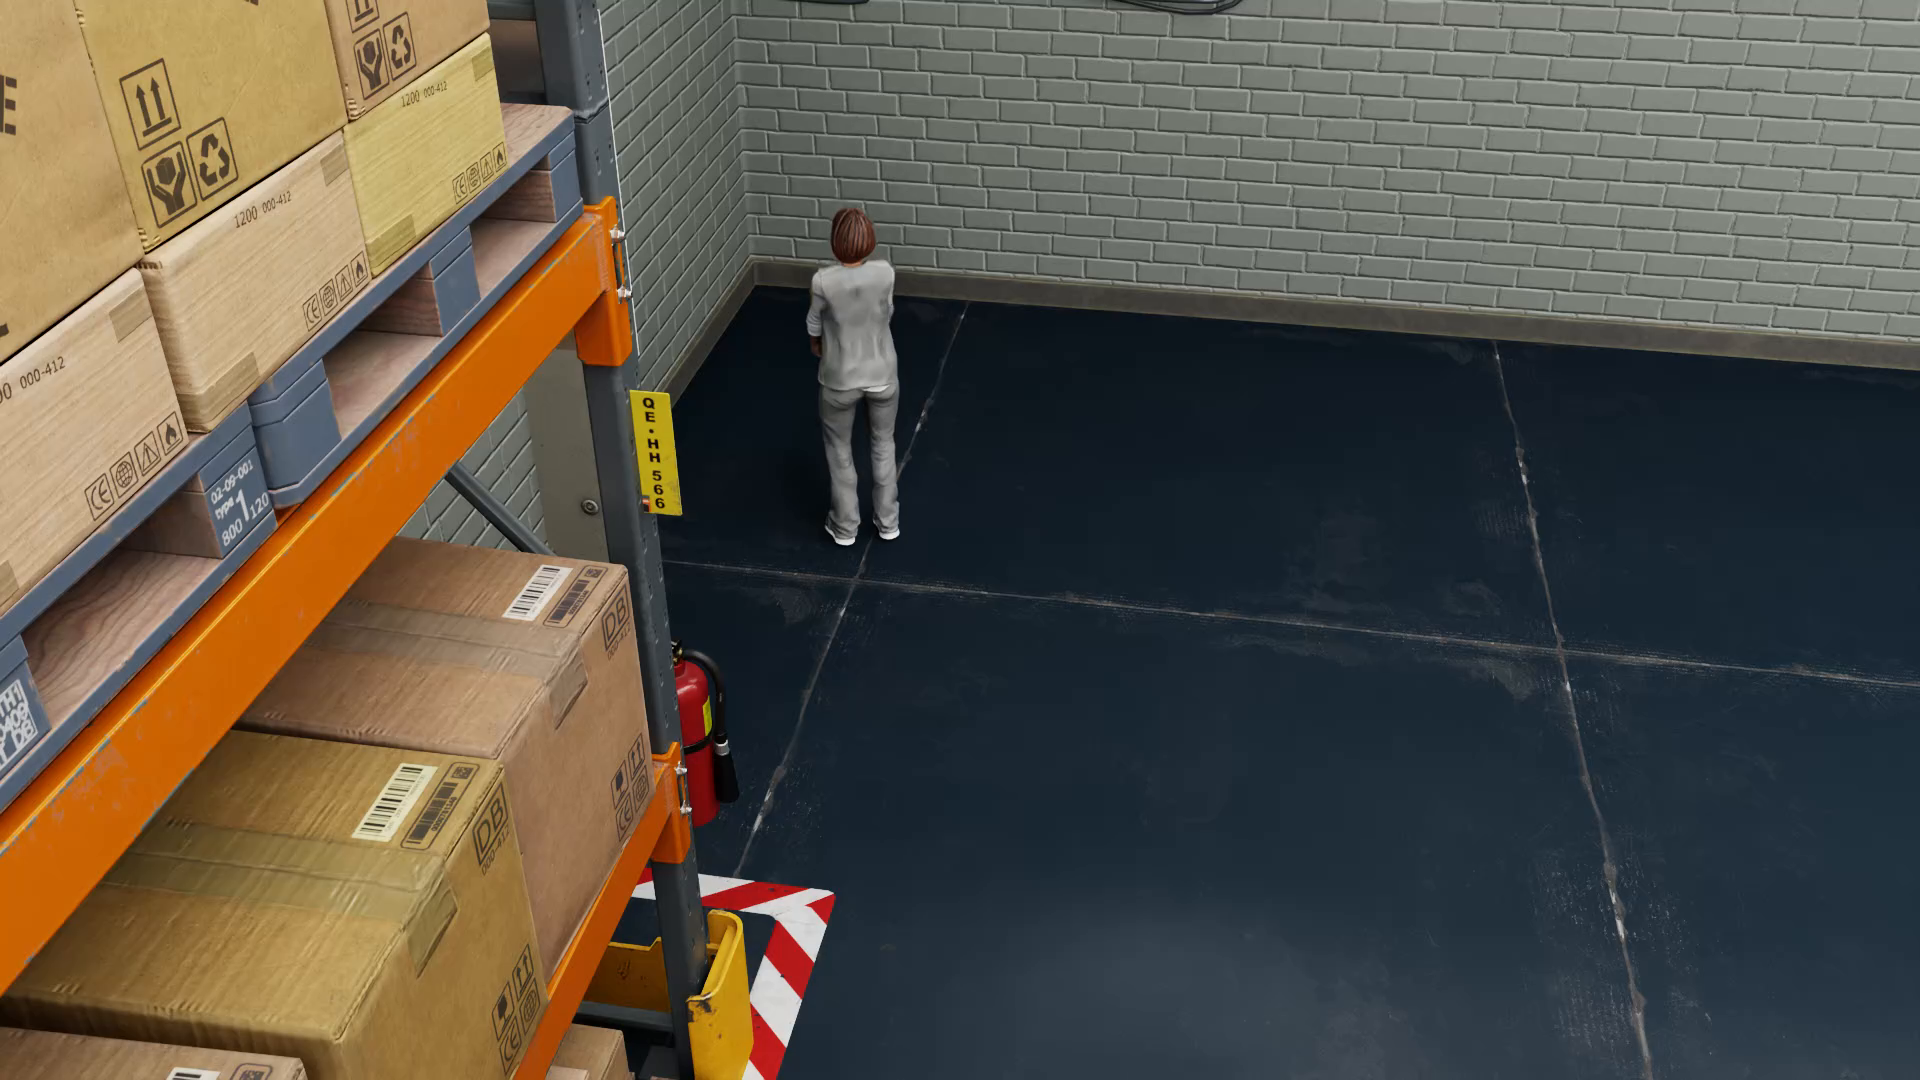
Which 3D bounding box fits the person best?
[{"bbox_3d":[-0.452,-0.695,7.225,0.462,1.593,0.344,-10,34,-15],"label":"person"}]
